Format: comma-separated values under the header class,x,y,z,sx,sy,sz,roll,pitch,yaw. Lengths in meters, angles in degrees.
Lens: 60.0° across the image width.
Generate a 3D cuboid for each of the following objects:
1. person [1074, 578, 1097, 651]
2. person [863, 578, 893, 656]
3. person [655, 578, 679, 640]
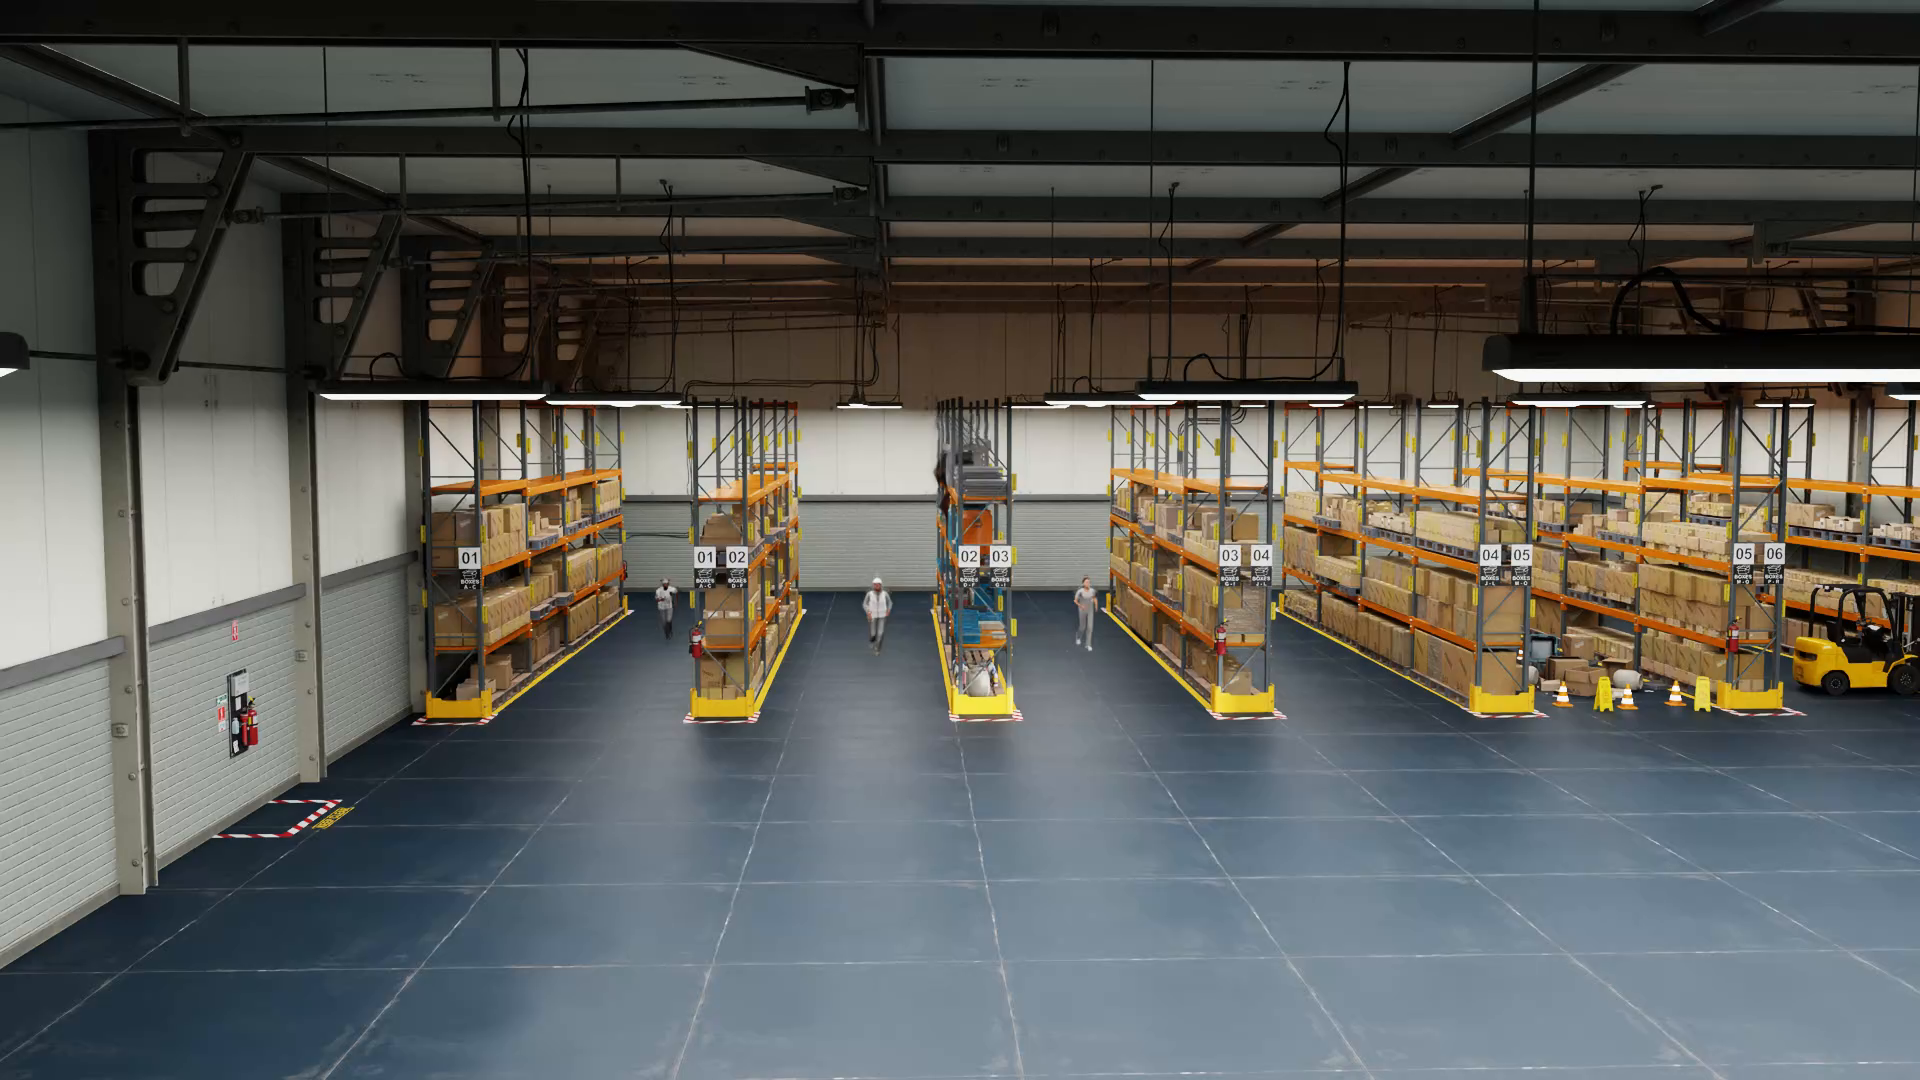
class,x,y,z,sx,sy,sz,roll,pitch,yaw
person,2.921,1.696,38.607,0.589,1.670,0.794,-1,5,-15
person,-1.860,1.729,37.688,0.682,1.752,0.605,-1,4,-7
person,-7.271,1.719,41.258,0.558,1.607,0.787,0,4,-4
